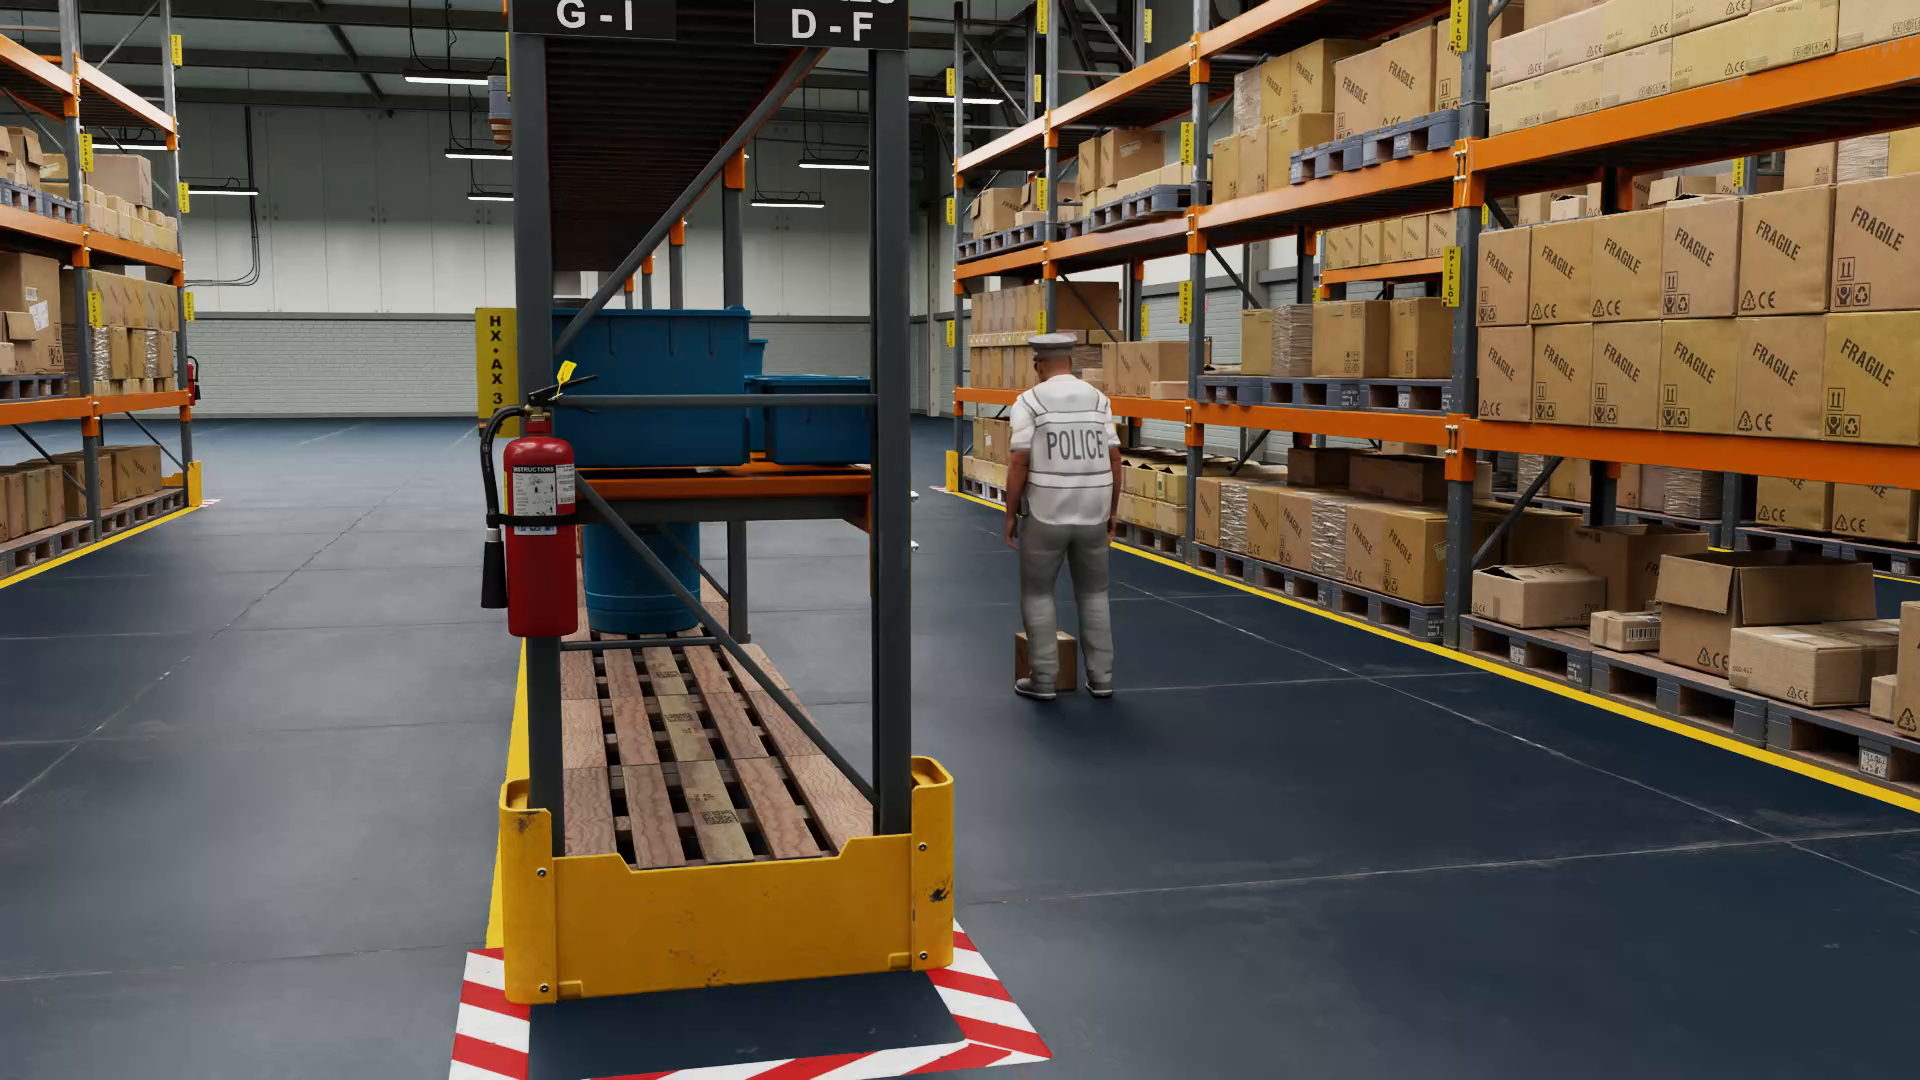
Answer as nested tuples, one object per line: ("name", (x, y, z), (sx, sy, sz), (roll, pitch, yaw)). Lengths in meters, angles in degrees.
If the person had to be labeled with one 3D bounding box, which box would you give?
("person", (0.500, -0.112, 7.970), (0.600, 1.747, 0.437), (-2, 6, -17))
